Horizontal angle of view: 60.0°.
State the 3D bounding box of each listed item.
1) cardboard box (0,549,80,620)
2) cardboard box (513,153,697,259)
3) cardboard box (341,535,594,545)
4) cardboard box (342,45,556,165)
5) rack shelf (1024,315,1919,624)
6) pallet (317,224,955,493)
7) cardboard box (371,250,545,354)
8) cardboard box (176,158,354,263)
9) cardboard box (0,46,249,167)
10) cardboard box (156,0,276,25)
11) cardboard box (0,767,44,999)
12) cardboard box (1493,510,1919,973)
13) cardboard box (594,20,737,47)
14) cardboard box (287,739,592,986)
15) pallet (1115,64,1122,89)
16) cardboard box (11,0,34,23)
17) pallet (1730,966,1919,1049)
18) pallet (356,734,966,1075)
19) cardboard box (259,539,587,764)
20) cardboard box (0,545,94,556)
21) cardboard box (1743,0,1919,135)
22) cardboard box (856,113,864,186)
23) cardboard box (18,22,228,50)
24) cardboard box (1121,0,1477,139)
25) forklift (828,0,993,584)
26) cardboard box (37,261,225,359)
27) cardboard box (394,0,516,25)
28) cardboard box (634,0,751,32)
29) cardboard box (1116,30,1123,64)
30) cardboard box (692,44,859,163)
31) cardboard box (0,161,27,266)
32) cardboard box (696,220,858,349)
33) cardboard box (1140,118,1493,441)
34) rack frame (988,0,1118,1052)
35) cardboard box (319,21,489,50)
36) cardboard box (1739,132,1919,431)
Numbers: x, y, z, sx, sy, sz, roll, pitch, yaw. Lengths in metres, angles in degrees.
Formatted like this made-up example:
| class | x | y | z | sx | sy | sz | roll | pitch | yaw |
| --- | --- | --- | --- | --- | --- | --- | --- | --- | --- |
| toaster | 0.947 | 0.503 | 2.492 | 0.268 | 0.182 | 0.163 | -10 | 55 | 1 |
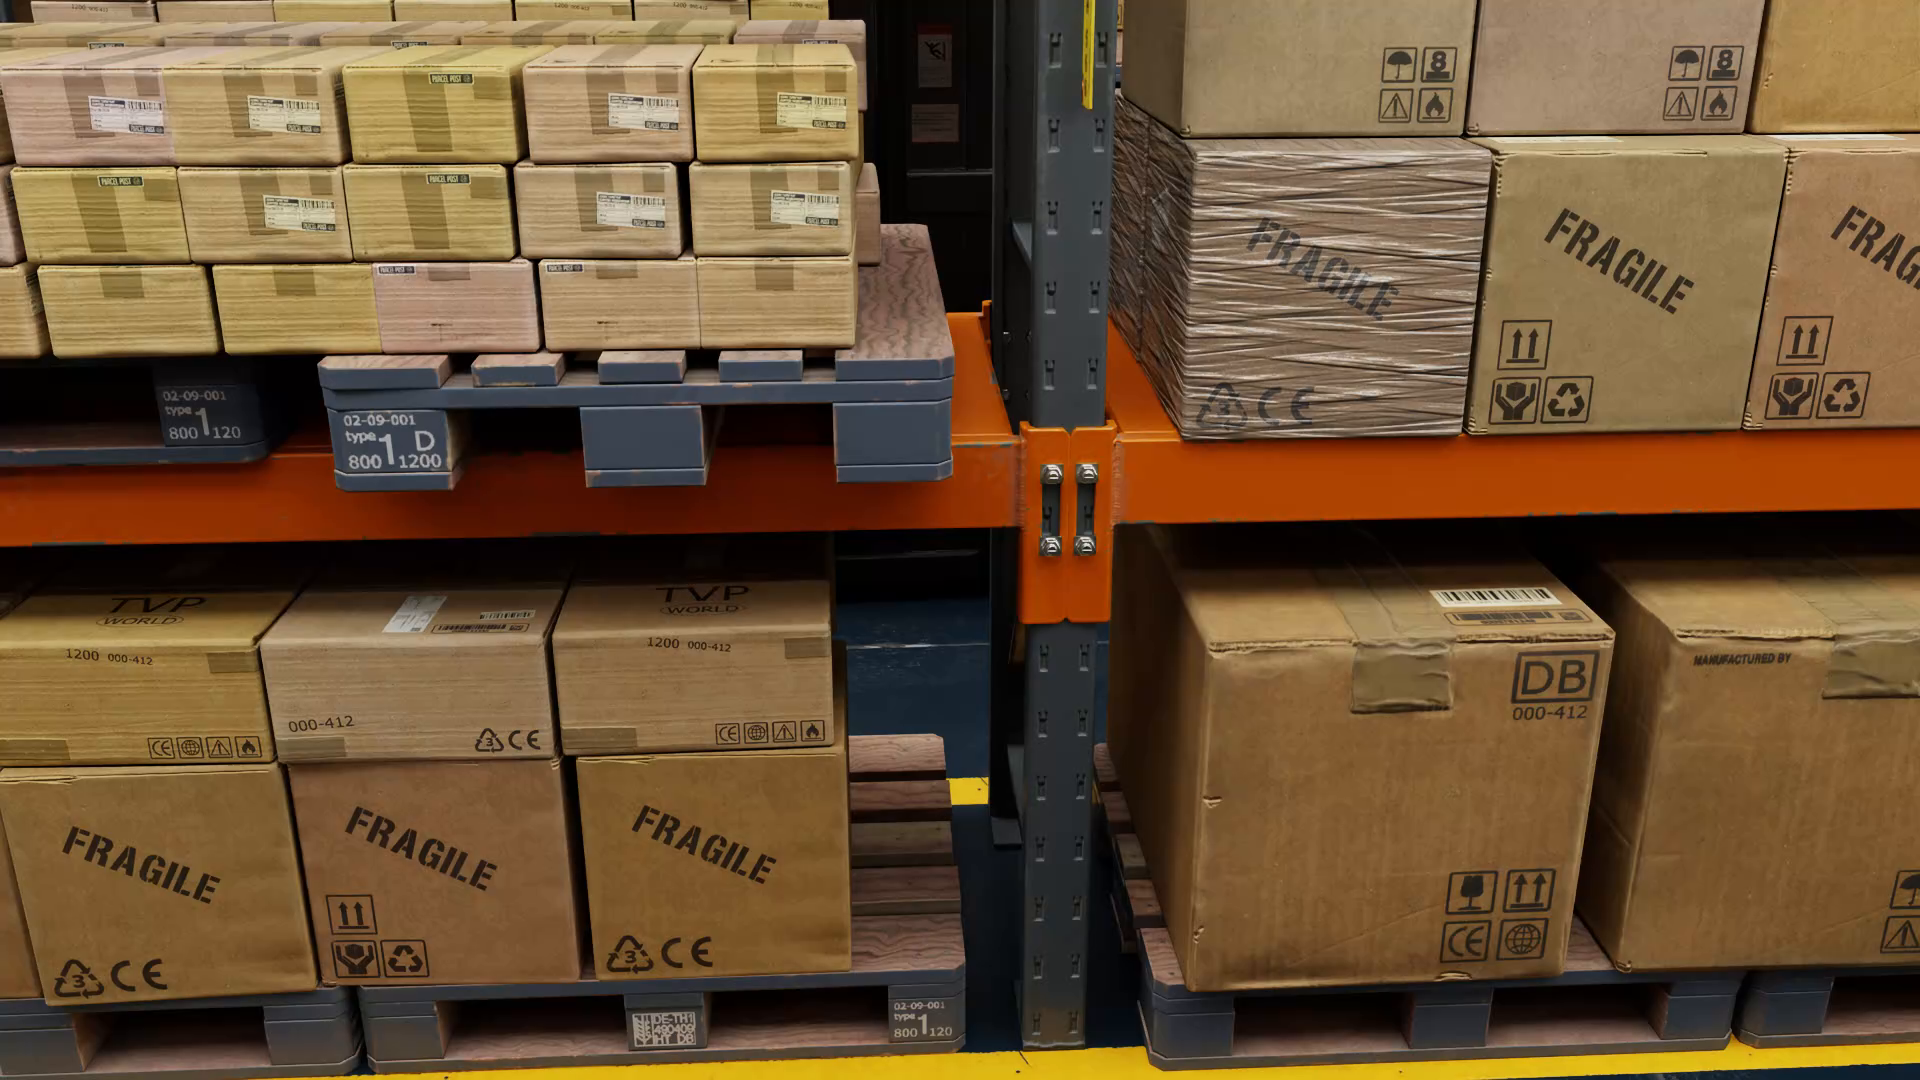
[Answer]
| class | x | y | z | sx | sy | sz | roll | pitch | yaw |
| --- | --- | --- | --- | --- | --- | --- | --- | --- | --- |
| cardboard box | -2.036 | 0.222 | 3.190 | 0.500 | 0.250 | 0.500 | 0 | 21 | -1 |
| cardboard box | -0.570 | -0.579 | 2.770 | 0.250 | 0.149 | 0.380 | 0 | 21 | -1 |
| cardboard box | -1.045 | 0.021 | 3.719 | 0.500 | 0.250 | 0.500 | -1 | 21 | -4 |
| cardboard box | -0.812 | -0.713 | 2.705 | 0.250 | 0.149 | 0.380 | -1 | 21 | -1 |
| rack shelf | 2.160 | -0.243 | 3.555 | 4.000 | 0.370 | 1.077 | -1 | 21 | -3 |
| pallet | -0.542 | -0.397 | 3.217 | 1.003 | 0.211 | 1.213 | -1 | 21 | -3 |
| cardboard box | -0.808 | -0.435 | 2.809 | 0.250 | 0.149 | 0.380 | -1 | 21 | -2 |
| cardboard box | -1.082 | -0.568 | 2.741 | 0.250 | 0.149 | 0.380 | -1 | 21 | -3 |
| cardboard box | -1.319 | -0.704 | 2.680 | 0.250 | 0.149 | 0.380 | -1 | 21 | -3 |
| cardboard box | -3.239 | -2.307 | 7.472 | 0.500 | 0.250 | 0.500 | -1 | 21 | -2 |
| cardboard box | -2.027 | 0.567 | 3.339 | 0.500 | 0.500 | 0.500 | -1 | 21 | -2 |
| cardboard box | 1.649 | 0.317 | 3.644 | 0.750 | 0.750 | 1.050 | -1 | 21 | -2 |
| cardboard box | -0.577 | -0.949 | 3.324 | 0.250 | 0.149 | 0.380 | -2 | 21 | -5 |
| cardboard box | -0.997 | 0.549 | 3.387 | 0.500 | 0.500 | 0.500 | 0 | 21 | -1 |
| pallet | 0.485 | -2.258 | 8.105 | 1.003 | 0.211 | 1.213 | -1 | 21 | -3 |
| cardboard box | -4.697 | -2.344 | 7.922 | 0.500 | 0.500 | 0.500 | 0 | 21 | -1 |
| pallet | 2.170 | 0.751 | 3.850 | 1.213 | 0.211 | 1.003 | -1 | 21 | -3 |
| pallet | -0.617 | 0.780 | 3.776 | 1.213 | 0.211 | 1.003 | -1 | 21 | -3 |
| cardboard box | -1.008 | 0.204 | 3.239 | 0.500 | 0.250 | 0.500 | -1 | 21 | -2 |
| cardboard box | -2.060 | 0.038 | 3.676 | 0.500 | 0.250 | 0.500 | -2 | 21 | -5 |
| cardboard box | 1.629 | -1.080 | 3.197 | 0.500 | 0.500 | 0.700 | -1 | 21 | -4 |
| cardboard box | -0.330 | -0.818 | 3.399 | 0.250 | 0.149 | 0.380 | 0 | 21 | -1 |
| cardboard box | -1.621 | -0.928 | 3.269 | 0.250 | 0.149 | 0.380 | -1 | 21 | -1 |
| cardboard box | 0.612 | -1.058 | 3.139 | 0.500 | 0.500 | 0.700 | -1 | 21 | -3 |
| forklift | -0.620 | -1.349 | 5.546 | 3.031 | 2.935 | 1.130 | -2 | 21 | -5 |
| cardboard box | -1.325 | -0.425 | 2.784 | 0.250 | 0.149 | 0.380 | -2 | 21 | -5 |
| cardboard box | -2.229 | -2.319 | 7.503 | 0.500 | 0.250 | 0.500 | -2 | 21 | -5 |
| cardboard box | -1.201 | -2.347 | 7.577 | 0.500 | 0.250 | 0.500 | -2 | 21 | -4 |
| cardboard box | 0.675 | -2.297 | 7.703 | 0.250 | 0.149 | 0.380 | -3 | 21 | -7 |
| cardboard box | -0.300 | -0.723 | 2.731 | 0.250 | 0.149 | 0.380 | -2 | 21 | -5 |
| cardboard box | -1.591 | -0.558 | 2.715 | 0.250 | 0.149 | 0.380 | -1 | 21 | -2 |
| cardboard box | -0.303 | -0.444 | 2.835 | 0.250 | 0.149 | 0.380 | -1 | 21 | -2 |
| cardboard box | 0.627 | -0.499 | 3.075 | 0.500 | 0.500 | 0.500 | -1 | 21 | -2 |
| rack frame | 0.164 | -0.539 | 3.320 | 0.127 | 3.000 | 1.000 | -1 | 21 | -3 |
| cardboard box | -1.087 | -0.940 | 3.301 | 0.250 | 0.149 | 0.380 | -2 | 21 | -5 |
| cardboard box | 1.638 | -0.520 | 3.131 | 0.500 | 0.500 | 0.500 | -1 | 21 | -3 |
